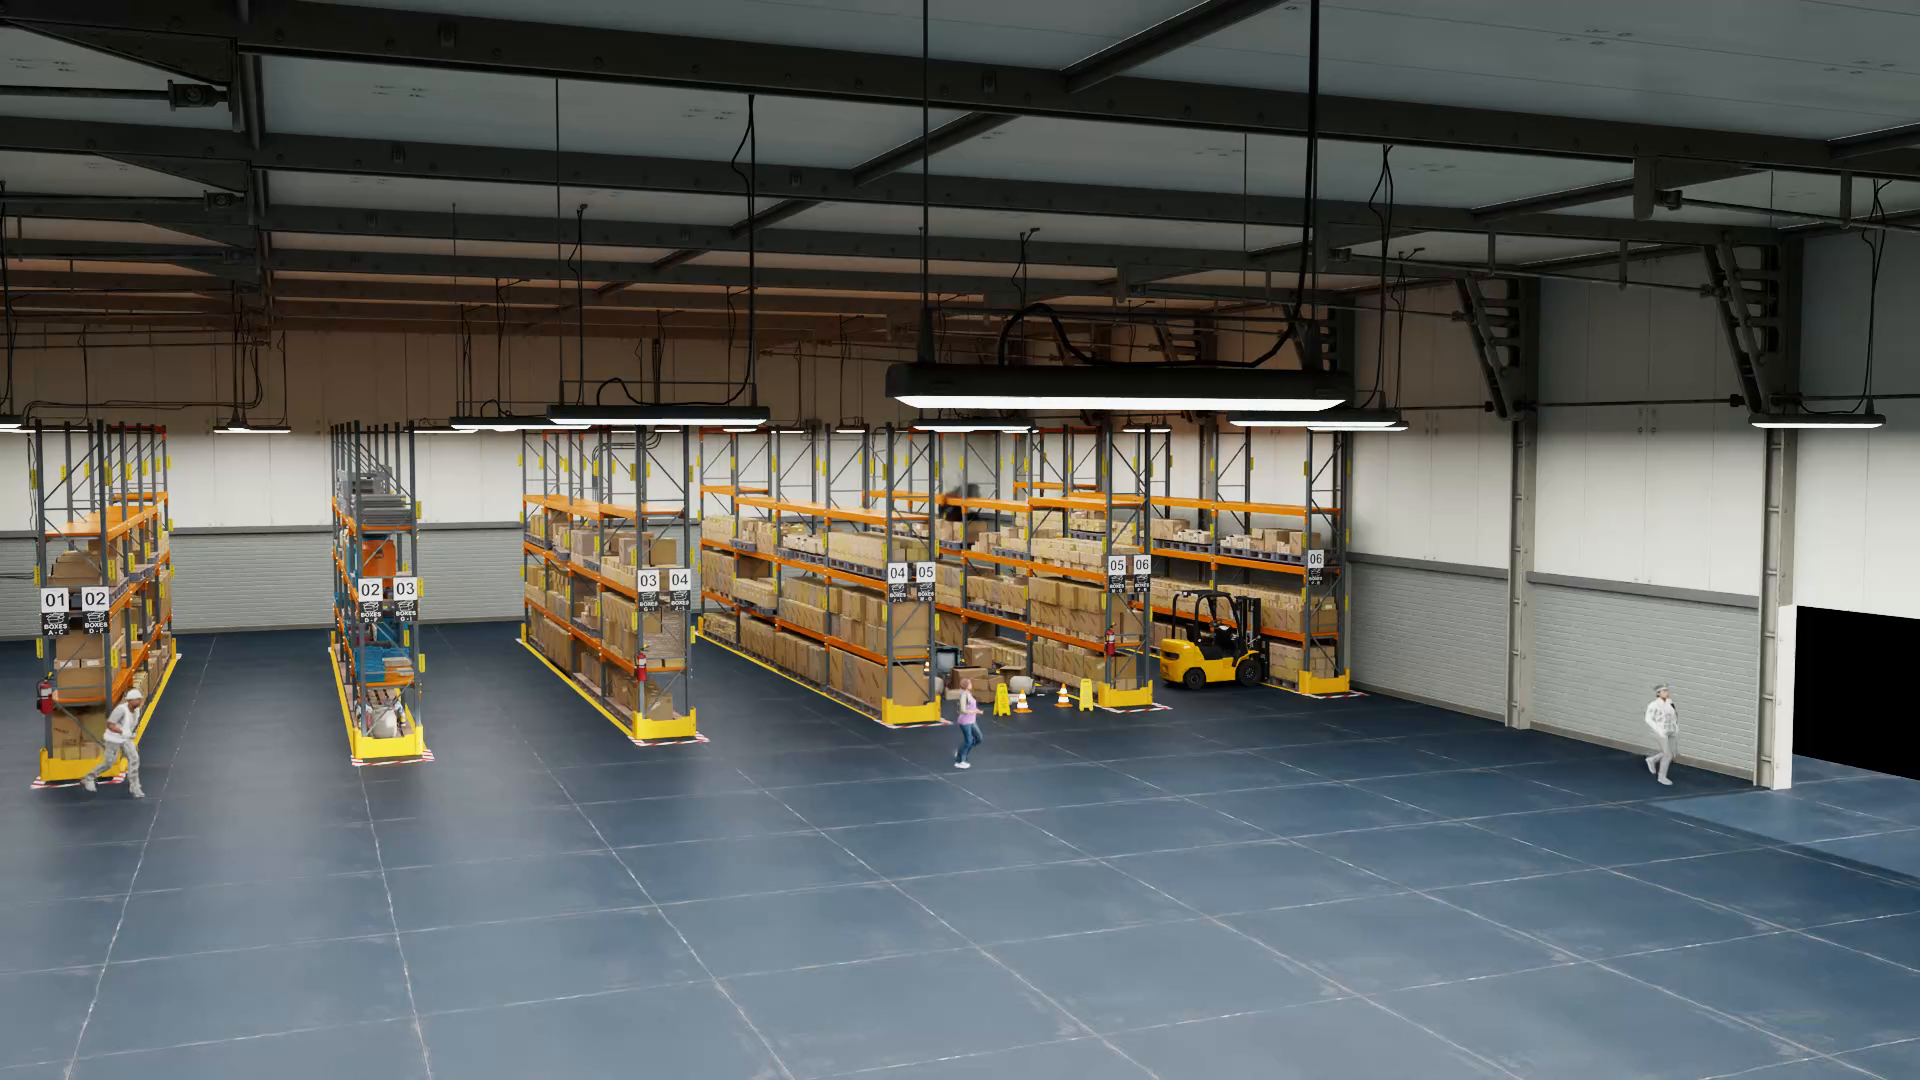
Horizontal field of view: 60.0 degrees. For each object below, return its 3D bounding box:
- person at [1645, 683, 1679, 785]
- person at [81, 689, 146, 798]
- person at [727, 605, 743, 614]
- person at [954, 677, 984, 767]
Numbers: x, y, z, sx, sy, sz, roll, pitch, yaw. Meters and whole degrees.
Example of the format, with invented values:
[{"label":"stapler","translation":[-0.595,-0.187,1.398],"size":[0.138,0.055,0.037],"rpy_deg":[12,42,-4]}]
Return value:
[{"label":"person","translation":[11.598,3.181,27.523],"size":[0.616,1.673,0.524],"rpy_deg":[-2,4,-25]},{"label":"person","translation":[-13.450,3.237,26.431],"size":[1.045,1.739,0.725],"rpy_deg":[0,4,1]},{"label":"person","translation":[-6.743,1.848,49.653],"size":[0.533,1.569,0.659],"rpy_deg":[1,4,16]},{"label":"person","translation":[0.171,3.140,28.614],"size":[0.555,1.559,0.521],"rpy_deg":[1,4,15]}]
